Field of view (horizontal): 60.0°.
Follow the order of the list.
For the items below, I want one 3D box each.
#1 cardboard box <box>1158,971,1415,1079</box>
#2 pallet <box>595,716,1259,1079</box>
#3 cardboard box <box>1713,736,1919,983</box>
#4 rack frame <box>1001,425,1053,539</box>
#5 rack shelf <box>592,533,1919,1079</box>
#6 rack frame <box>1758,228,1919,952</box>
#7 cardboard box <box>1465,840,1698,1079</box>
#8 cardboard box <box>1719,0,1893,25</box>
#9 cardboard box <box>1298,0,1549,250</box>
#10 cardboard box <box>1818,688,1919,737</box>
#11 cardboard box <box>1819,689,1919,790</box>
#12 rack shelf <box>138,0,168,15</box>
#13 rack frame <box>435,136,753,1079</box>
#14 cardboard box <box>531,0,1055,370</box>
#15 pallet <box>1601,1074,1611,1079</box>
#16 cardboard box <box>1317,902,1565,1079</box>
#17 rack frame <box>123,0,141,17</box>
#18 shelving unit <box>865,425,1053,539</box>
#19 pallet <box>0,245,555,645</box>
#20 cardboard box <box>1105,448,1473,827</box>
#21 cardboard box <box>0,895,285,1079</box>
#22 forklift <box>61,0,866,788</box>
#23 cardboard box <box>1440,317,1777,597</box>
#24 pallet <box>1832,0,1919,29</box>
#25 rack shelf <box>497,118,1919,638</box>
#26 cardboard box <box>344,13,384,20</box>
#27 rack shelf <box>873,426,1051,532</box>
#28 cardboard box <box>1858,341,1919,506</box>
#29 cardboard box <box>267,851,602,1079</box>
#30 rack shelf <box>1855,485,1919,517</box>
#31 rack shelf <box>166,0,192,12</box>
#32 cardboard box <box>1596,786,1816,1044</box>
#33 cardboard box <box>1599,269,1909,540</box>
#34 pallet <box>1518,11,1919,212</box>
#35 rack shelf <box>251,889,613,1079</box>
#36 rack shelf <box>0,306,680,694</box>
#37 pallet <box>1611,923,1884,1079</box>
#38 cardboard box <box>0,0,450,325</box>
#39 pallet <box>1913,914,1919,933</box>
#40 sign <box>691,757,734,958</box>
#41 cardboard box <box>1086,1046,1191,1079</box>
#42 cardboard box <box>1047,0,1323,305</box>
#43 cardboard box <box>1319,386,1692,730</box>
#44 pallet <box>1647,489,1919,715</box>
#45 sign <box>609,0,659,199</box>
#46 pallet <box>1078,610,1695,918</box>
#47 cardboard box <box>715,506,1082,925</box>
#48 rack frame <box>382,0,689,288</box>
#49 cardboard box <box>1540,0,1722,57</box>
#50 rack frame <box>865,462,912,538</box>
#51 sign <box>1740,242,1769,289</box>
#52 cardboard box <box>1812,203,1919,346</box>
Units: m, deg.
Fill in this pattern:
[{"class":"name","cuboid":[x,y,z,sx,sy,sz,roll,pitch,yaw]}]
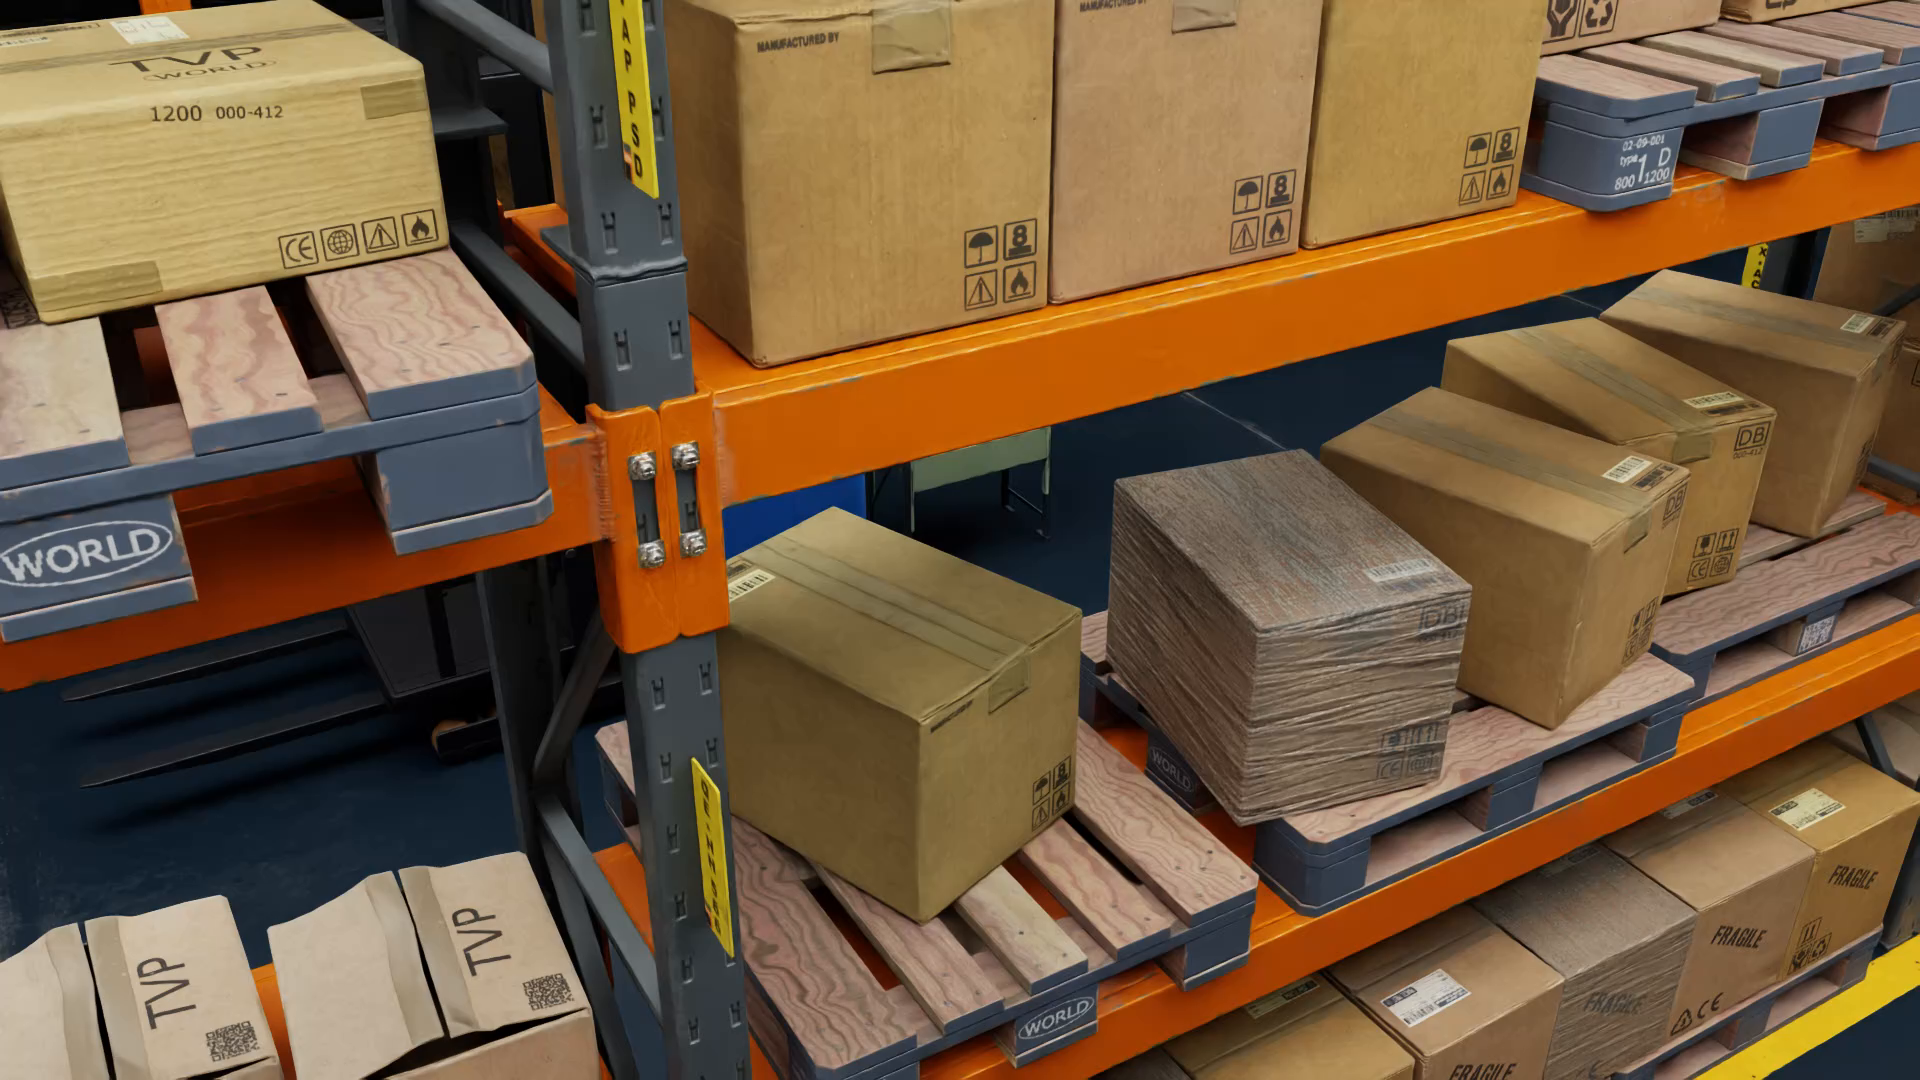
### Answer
[{"class":"cardboard box","cuboid":[0.757,1.426,4.193,0.500,0.500,0.500,-16,33,-27]},{"class":"pallet","cuboid":[-0.115,0.657,3.654,1.003,0.211,1.213,-16,33,-26]},{"class":"cardboard box","cuboid":[2.504,0.931,5.091,0.500,0.500,0.500,-16,33,-27]},{"class":"rack frame","cuboid":[0.310,-0.745,7.547,0.023,1.500,0.400,-16,33,-26]},{"class":"rack shelf","cuboid":[1.060,0.593,4.315,4.000,0.370,1.077,-16,33,-26]},{"class":"rack frame","cuboid":[2.785,-0.211,5.029,0.127,3.000,1.000,-16,33,-26]},{"class":"cardboard box","cuboid":[1.641,1.171,4.656,0.500,0.500,0.500,-15,32,-26]},{"class":"cardboard box","cuboid":[1.748,-1.530,3.673,0.600,0.600,0.600,-16,33,-27]},{"class":"cardboard box","cuboid":[0.583,-0.962,3.181,0.500,0.500,0.910,-16,33,-26]},{"class":"cardboard box","cuboid":[3.132,0.433,5.993,0.500,0.500,0.500,-16,33,-26]},{"class":"cardboard box","cuboid":[3.256,0.761,5.595,0.500,0.311,0.500,-16,33,-26]},{"class":"rack shelf","cuboid":[-4.901,-1.804,5.554,4.000,0.370,1.077,-16,33,-26]},{"class":"rack frame","cuboid":[-0.664,0.768,3.254,0.127,3.000,1.000,-16,33,-26]},{"class":"cardboard box","cuboid":[-0.305,-0.710,2.724,0.500,0.500,0.910,-16,33,-26]},{"class":"pallet","cuboid":[1.050,1.525,4.768,1.213,0.211,1.003,-16,33,-26]},{"class":"cardboard box","cuboid":[1.204,1.296,4.429,0.500,0.500,0.500,-17,33,-28]},{"class":"rack frame","cuboid":[-3.177,-1.295,6.992,0.127,3.000,1.000,-16,33,-26]},{"class":"shelving unit","cuboid":[-0.006,-0.655,7.385,0.755,1.500,0.431,-16,33,-26]},{"class":"pallet","cuboid":[-1.204,-0.260,2.207,1.003,0.211,1.213,-14,32,-24]},{"class":"cardboard box","cuboid":[0.707,0.195,3.755,0.500,0.500,0.700,-10,30,-17]},{"class":"cardboard box","cuboid":[-1.533,0.945,3.025,0.500,0.311,0.500,-16,33,-27]},{"class":"forklift","cuboid":[-1.903,-0.743,6.063,3.031,2.935,1.130,-16,33,-26]},{"class":"cardboard box","cuboid":[1.702,-0.222,4.509,0.500,0.500,0.700,-11,31,-19]},{"class":"pallet","cuboid":[2.187,-1.312,4.113,1.003,0.211,1.213,-16,33,-26]},{"class":"rack shelf","cuboid":[1.060,-0.720,3.591,4.000,0.370,1.077,-16,33,-26]},{"class":"cardboard box","cuboid":[-2.469,-2.150,7.334,0.500,0.250,0.500,-17,33,-28]},{"class":"rack shelf","cuboid":[-0.006,-0.370,7.542,0.720,0.370,0.431,-16,33,-26]},{"class":"cardboard box","cuboid":[3.086,-0.484,5.420,0.500,0.500,0.500,-15,32,-26]},{"class":"cardboard box","cuboid":[-1.000,0.878,3.148,0.500,0.311,0.500,-14,32,-23]},{"class":"rack shelf","cuboid":[4.509,-0.386,6.090,4.000,0.370,1.077,-16,33,-26]},{"class":"rack shelf","cuboid":[-1.452,-2.783,7.328,4.000,0.370,1.077,-16,33,-26]},{"class":"cardboard box","cuboid":[2.074,1.048,4.878,0.500,0.500,0.500,-16,33,-26]},{"class":"cardboard box","cuboid":[2.263,-0.416,4.862,0.700,0.500,0.500,22,36,34]},{"class":"pallet","cuboid":[1.294,-1.057,3.651,1.003,0.211,1.213,-16,33,-26]},{"class":"rack shelf","cuboid":[-2.388,1.572,2.541,4.000,0.370,1.077,-16,33,-26]},{"class":"rack shelf","cuboid":[-2.388,0.259,1.816,4.000,0.370,1.077,-16,33,-26]},{"class":"pallet","cuboid":[2.103,1.224,5.313,1.213,0.211,1.003,-16,33,-26]},{"class":"cardboard box","cuboid":[-1.027,-0.529,2.221,0.500,0.250,0.500,-19,34,-30]},{"class":"pallet","cuboid":[3.377,0.842,6.006,1.213,0.211,1.003,-16,33,-26]},{"class":"sign","cuboid":[-0.380,0.491,2.557,0.005,0.325,0.100,-16,33,-26]},{"class":"cardboard box","cuboid":[0.322,1.547,3.975,0.500,0.500,0.500,-17,33,-28]},{"class":"cardboard box","cuboid":[0.135,-0.835,2.951,0.500,0.500,0.910,-16,33,-26]},{"class":"cardboard box","cuboid":[1.293,0.019,4.073,0.700,0.500,0.500,26,38,38]},{"class":"pallet","cuboid":[2.040,0.023,4.803,1.213,0.211,1.003,-16,33,-26]},{"class":"sign","cuboid":[-0.390,-0.573,1.963,0.005,0.325,0.100,-16,33,-26]},{"class":"pallet","cuboid":[1.010,0.374,4.167,1.213,0.211,1.003,-16,33,-26]},{"class":"cardboard box","cuboid":[-0.178,0.339,3.493,0.700,0.500,0.500,22,36,34]},{"class":"rack frame","cuboid":[-0.664,-1.859,1.805,0.127,3.000,1.000,-16,33,-26]},{"class":"cardboard box","cuboid":[1.165,-1.376,3.393,0.600,0.600,0.600,-17,33,-28]},{"class":"rack frame","cuboid":[-0.321,-0.565,7.222,0.023,1.500,0.400,-16,33,-26]},{"class":"sign","cuboid":[2.503,-0.815,5.226,0.005,0.325,0.100,-16,33,-26]},{"class":"cardboard box","cuboid":[3.090,-0.925,5.183,0.500,0.500,0.500,-16,33,-26]}]
